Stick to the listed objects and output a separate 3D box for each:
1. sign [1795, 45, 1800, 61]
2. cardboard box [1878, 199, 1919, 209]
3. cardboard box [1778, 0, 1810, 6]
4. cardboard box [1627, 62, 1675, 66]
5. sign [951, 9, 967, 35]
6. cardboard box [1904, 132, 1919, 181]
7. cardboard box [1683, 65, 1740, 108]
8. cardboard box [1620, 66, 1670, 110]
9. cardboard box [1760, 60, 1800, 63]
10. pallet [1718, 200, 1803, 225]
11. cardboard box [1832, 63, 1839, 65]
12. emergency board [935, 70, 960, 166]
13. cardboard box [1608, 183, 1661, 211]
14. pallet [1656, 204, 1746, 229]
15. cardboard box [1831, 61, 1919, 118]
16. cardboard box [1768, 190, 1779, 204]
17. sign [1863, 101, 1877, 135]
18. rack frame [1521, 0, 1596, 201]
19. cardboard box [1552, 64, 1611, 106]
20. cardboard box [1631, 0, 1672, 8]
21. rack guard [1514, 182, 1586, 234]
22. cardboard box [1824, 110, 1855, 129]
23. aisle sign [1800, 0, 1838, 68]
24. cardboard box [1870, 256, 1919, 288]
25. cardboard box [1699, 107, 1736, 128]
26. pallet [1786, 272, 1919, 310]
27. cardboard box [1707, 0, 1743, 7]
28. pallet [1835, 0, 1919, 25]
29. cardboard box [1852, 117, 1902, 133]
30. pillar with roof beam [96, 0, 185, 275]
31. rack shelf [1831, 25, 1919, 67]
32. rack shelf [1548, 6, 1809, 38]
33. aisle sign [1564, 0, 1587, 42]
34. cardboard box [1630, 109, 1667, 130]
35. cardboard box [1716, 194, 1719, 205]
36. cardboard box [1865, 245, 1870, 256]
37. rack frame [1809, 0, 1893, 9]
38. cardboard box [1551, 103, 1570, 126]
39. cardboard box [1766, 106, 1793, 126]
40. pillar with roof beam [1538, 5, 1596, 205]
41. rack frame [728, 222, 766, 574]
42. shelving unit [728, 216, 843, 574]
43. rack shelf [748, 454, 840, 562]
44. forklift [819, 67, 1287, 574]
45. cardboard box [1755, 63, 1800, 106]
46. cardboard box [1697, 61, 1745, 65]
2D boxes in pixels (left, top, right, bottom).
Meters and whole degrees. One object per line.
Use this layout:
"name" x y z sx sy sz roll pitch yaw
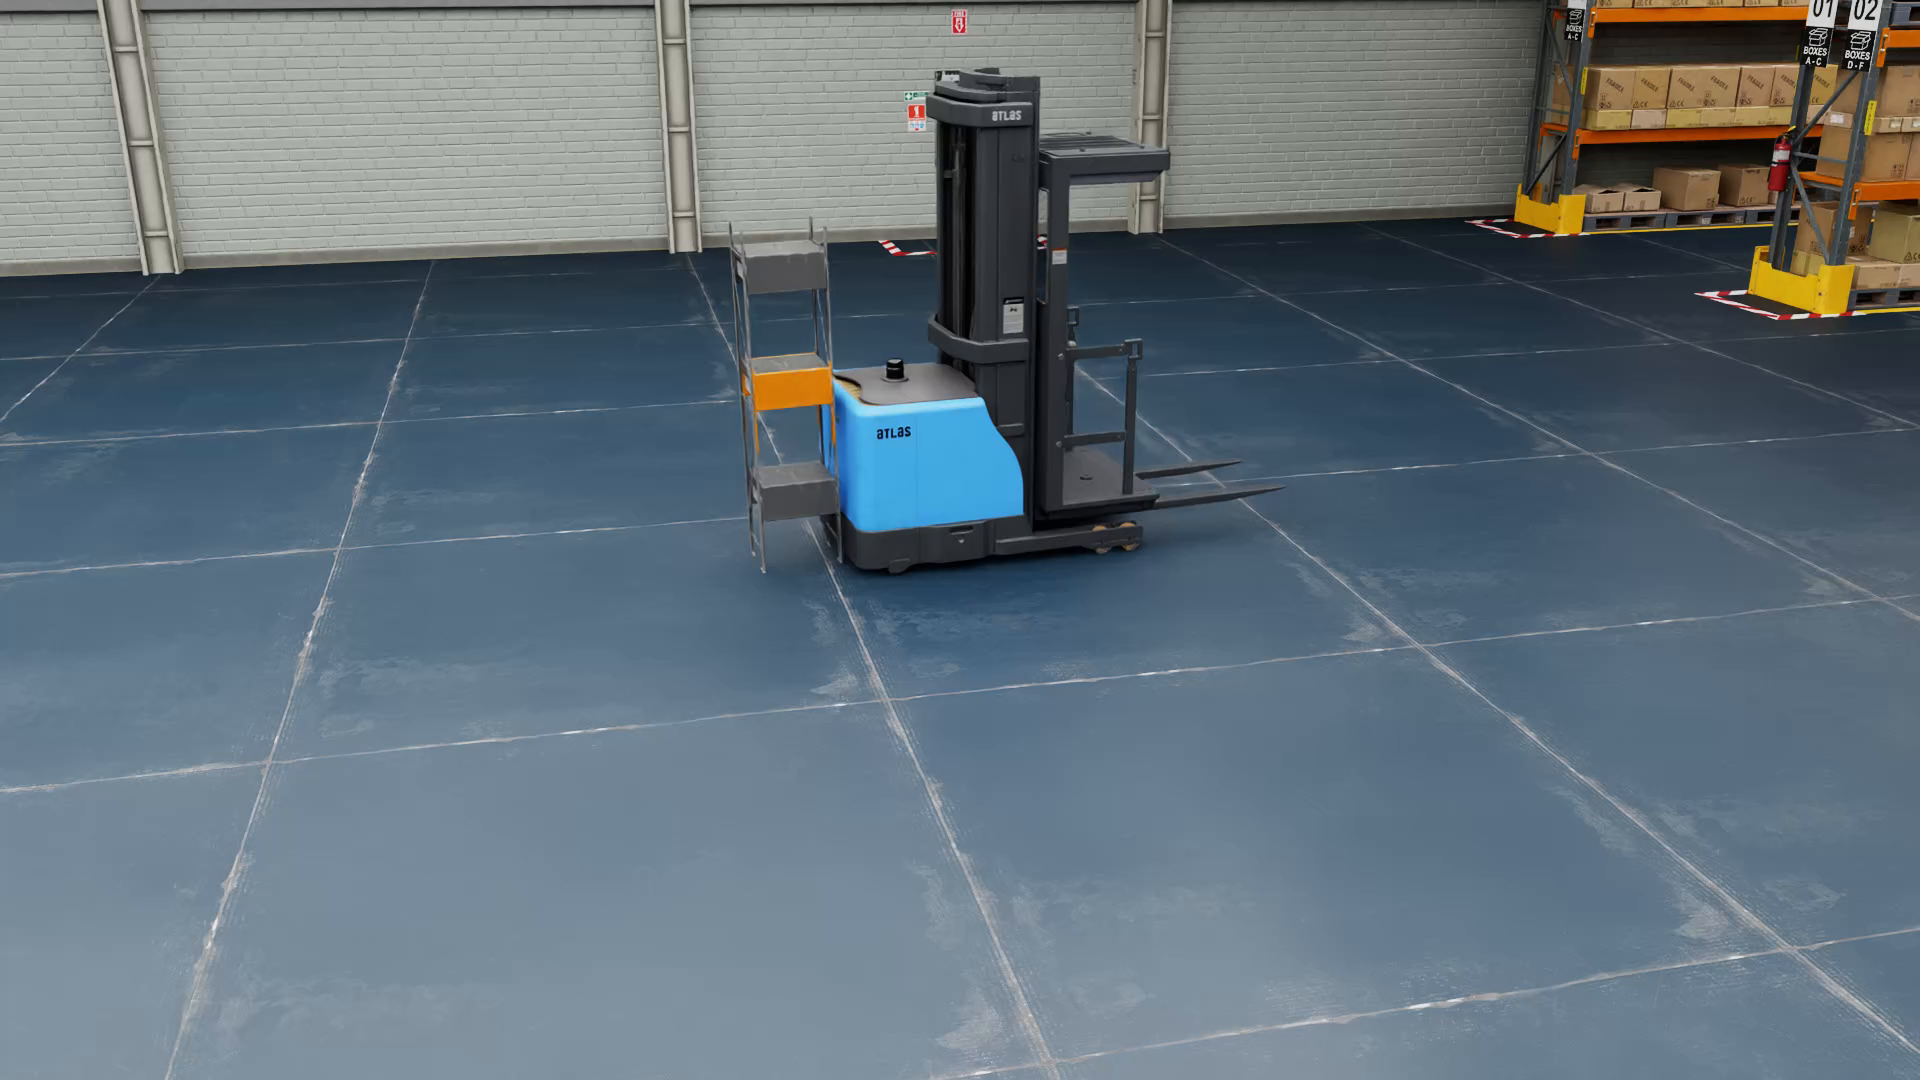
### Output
"sign" 11.553 -6.648 22.920 0.005 0.325 0.100 -5 21 -12
"cardboard box" 10.358 -3.429 18.111 0.500 0.500 0.500 -5 21 -12
"cardboard box" 10.755 -7.226 21.643 0.500 0.500 0.500 -6 21 -17
"cardboard box" 9.196 -6.081 22.153 0.500 0.500 0.500 -5 21 -14
"sign" -0.009 -6.411 20.585 0.199 0.298 0.001 -5 21 -12
"cardboard box" 9.903 -4.068 17.412 0.500 0.500 0.700 -4 21 -11
"cardboard box" 9.813 -5.950 21.796 0.500 0.500 0.500 -4 20 -11
"cardboard box" 8.809 -5.867 21.568 0.500 0.500 0.500 -5 21 -12
"cardboard box" 11.179 -6.243 22.595 0.500 0.500 0.500 -5 21 -14
"pallet" 11.039 -4.545 22.915 1.213 0.211 1.003 -5 21 -12
"cardboard box" 12.188 -6.202 22.598 0.500 0.500 0.700 -5 21 -12
"emergency board" 0.021 -5.290 20.894 0.643 1.169 0.194 -5 21 -12
"cardboard box" 9.041 -4.616 22.325 0.500 0.311 0.500 -3 20 -8
"pallet" 9.849 -4.447 22.648 1.213 0.211 1.003 -5 21 -12
"cardboard box" 9.444 -4.638 17.083 0.500 0.500 0.700 -5 21 -12
"cardboard box" 11.171 -4.743 22.881 0.250 0.166 0.380 -7 21 -20
"sign" 9.057 -4.202 16.551 0.005 0.325 0.100 -5 21 -12
"rack frame" 7.792 -5.603 21.748 0.127 3.000 1.000 -5 21 -12
"cardboard box" 8.202 -6.002 21.938 0.500 0.500 0.500 -5 21 -13
"cardboard box" 8.706 -7.041 21.139 0.500 0.500 0.500 -3 20 -9
"rack guard" 7.866 -4.435 22.195 0.348 0.500 1.175 -5 21 -12
"cardboard box" 9.263 -4.390 17.350 0.250 0.149 0.380 -5 21 -13
"aisle sign" 8.804 -5.259 17.029 0.004 0.787 0.394 -5 21 -12
"cardboard box" 9.994 -2.860 17.647 0.500 0.250 0.500 -5 21 -12
"cardboard box" 9.831 -5.597 21.923 0.500 0.250 0.500 -4 21 -12
"pallet" 9.670 -2.710 17.906 1.213 0.211 1.003 -5 21 -12
"cardboard box" 9.726 -7.133 21.390 0.500 0.500 0.500 -3 20 -9
"pallet" 9.629 -5.359 16.851 1.213 0.211 1.003 -5 21 -12
"cardboard box" 9.367 -4.255 16.982 0.250 0.149 0.380 -5 21 -13
"pillar with roof beam" -8.252 -5.899 13.835 0.400 9.000 9.100 -5 21 -12
"rack shelf" 10.882 -5.174 17.262 4.000 0.370 1.077 -5 21 -12
"rack shelf" 9.738 -6.832 21.788 4.000 0.370 1.077 -5 21 -12
"aisle sign" 7.791 -6.717 21.011 0.004 0.787 0.394 -5 21 -12
"cardboard box" 8.842 -5.520 21.711 0.500 0.250 0.500 -5 21 -14
"cardboard box" 10.123 -4.667 22.700 0.250 0.149 0.380 -6 21 -17
"cardboard box" 9.873 -3.036 18.128 0.500 0.250 0.500 -5 21 -12
"rack frame" 8.935 -6.762 16.191 0.127 3.000 1.000 -5 21 -12
"cardboard box" 8.202 -5.643 22.049 0.500 0.250 0.500 -4 21 -12
"cardboard box" 10.806 -5.683 22.155 0.500 0.250 0.500 -5 21 -12
"pillar with roof beam" 9.265 -7.323 17.724 0.400 9.000 9.100 -5 21 -12
"rack frame" -1.286 -0.840 10.055 0.015 2.100 0.400 -8 21 -16
"shelving unit" -1.054 -0.871 10.124 0.503 2.100 0.431 -8 21 -16
"rack shelf" -1.040 -0.203 10.374 0.480 0.518 0.431 -8 21 -16
"forklift" 0.652 -1.461 10.541 3.031 2.935 1.130 -7 21 -18
"cardboard box" 10.811 -6.028 22.008 0.500 0.500 0.500 -5 21 -13
"cardboard box" 10.188 -6.166 22.384 0.500 0.500 0.500 -4 21 -11
